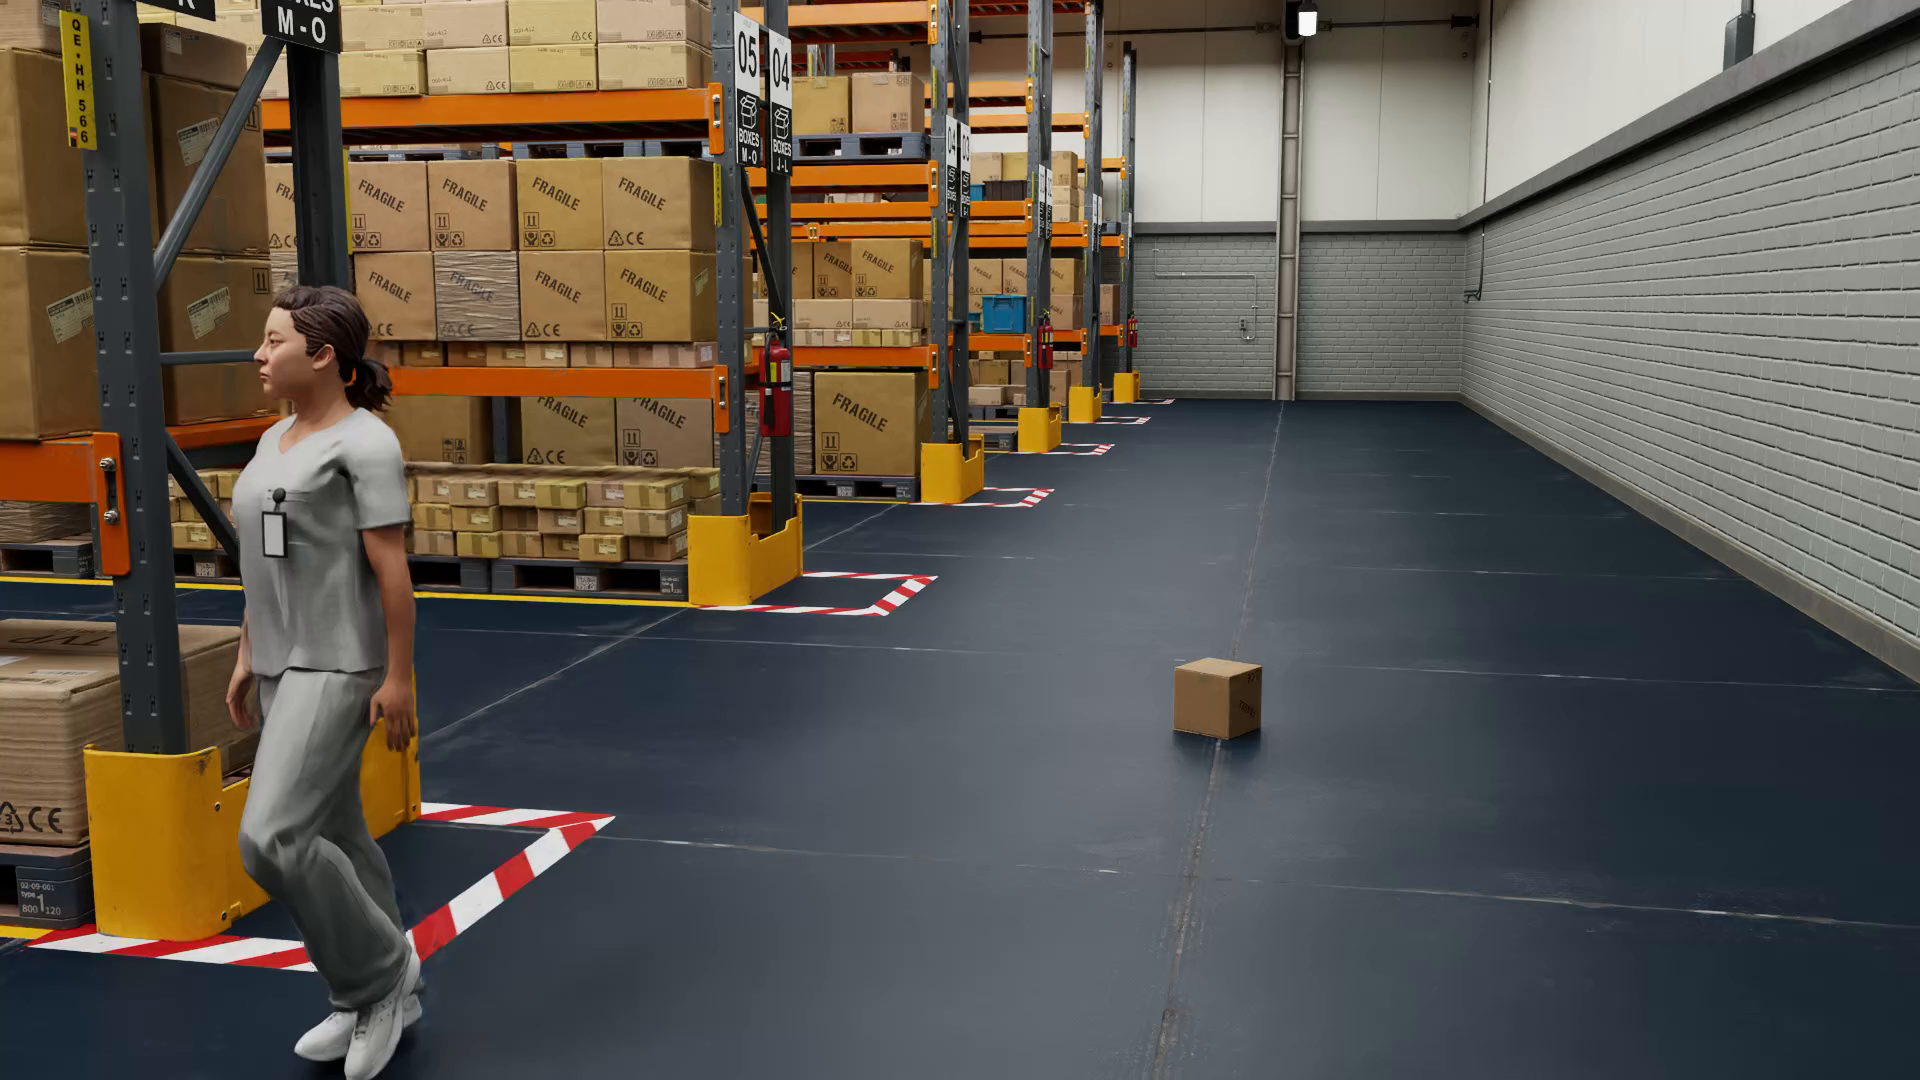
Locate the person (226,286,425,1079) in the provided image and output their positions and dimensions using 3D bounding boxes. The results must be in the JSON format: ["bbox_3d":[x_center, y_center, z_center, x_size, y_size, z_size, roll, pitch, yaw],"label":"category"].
[{"bbox_3d":[-1.392,0.306,3.543,0.484,1.679,0.470,6,10,38],"label":"person"}]
